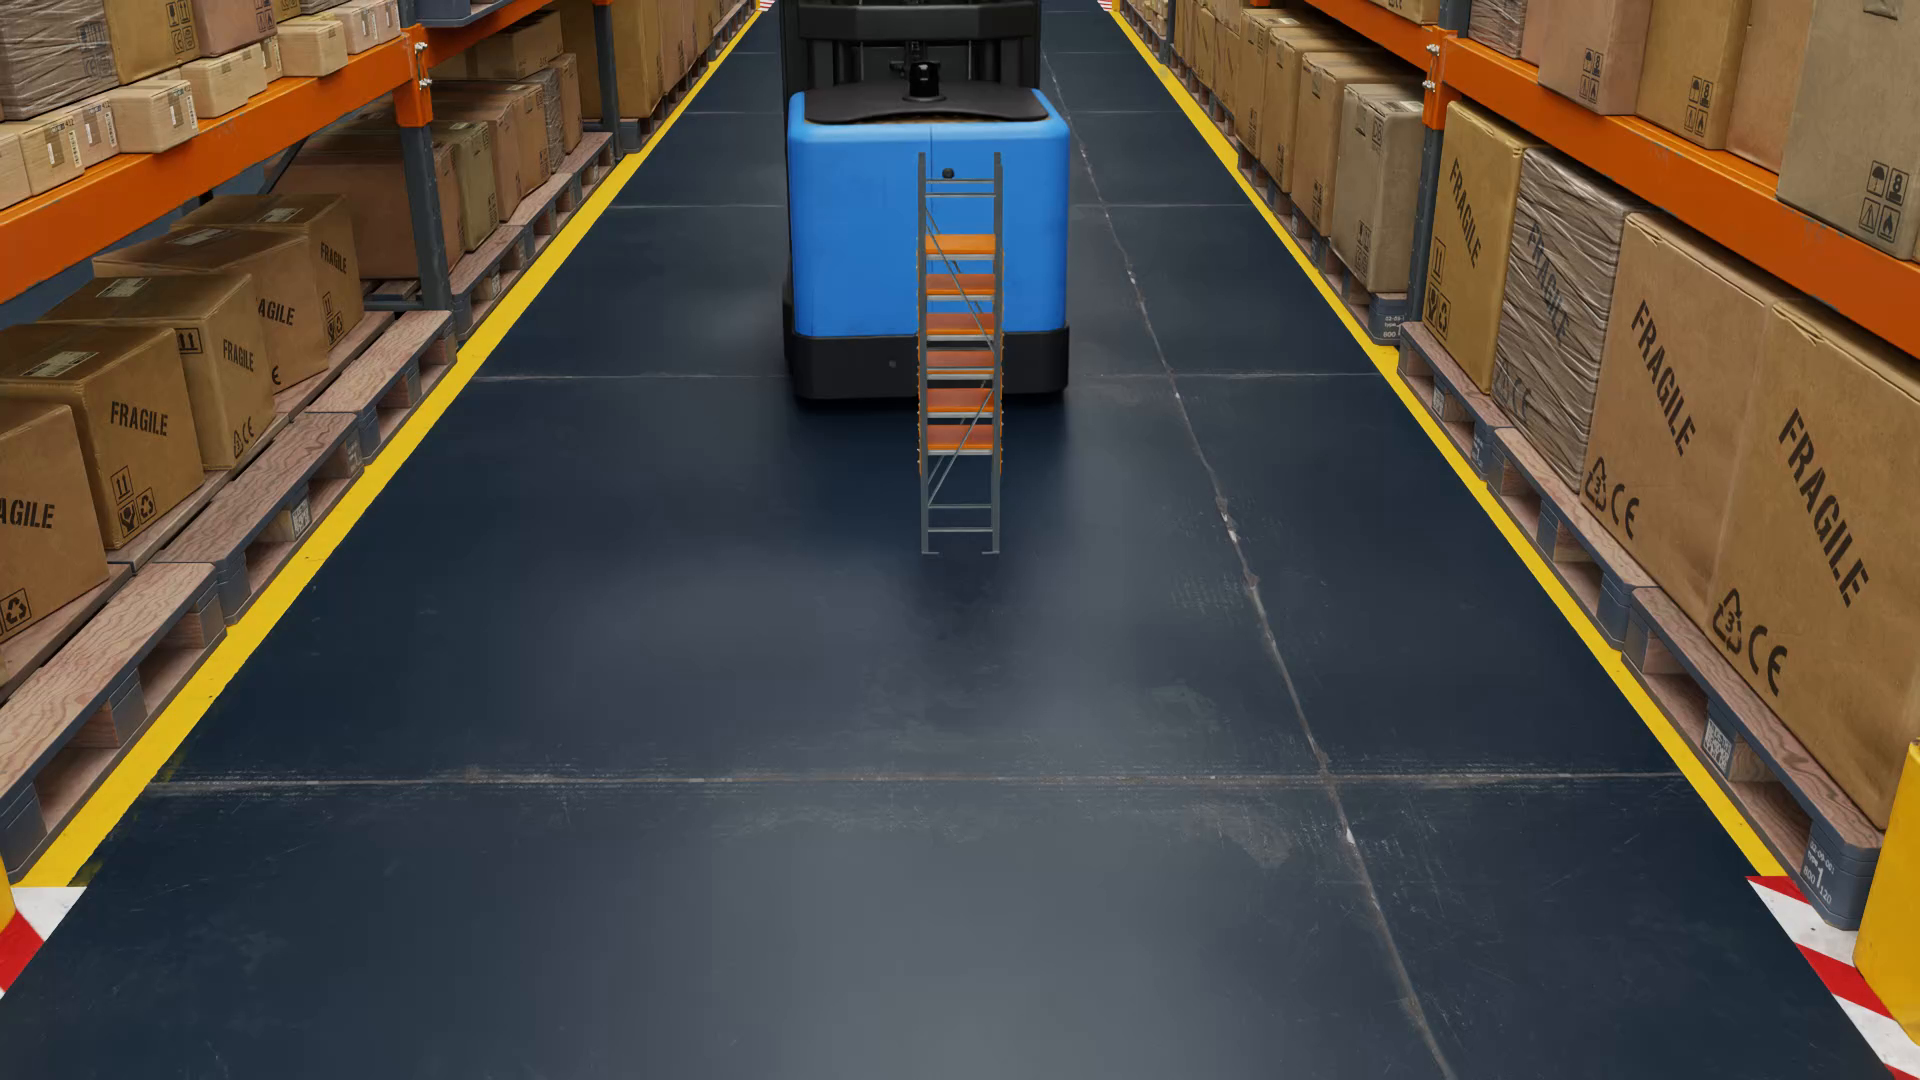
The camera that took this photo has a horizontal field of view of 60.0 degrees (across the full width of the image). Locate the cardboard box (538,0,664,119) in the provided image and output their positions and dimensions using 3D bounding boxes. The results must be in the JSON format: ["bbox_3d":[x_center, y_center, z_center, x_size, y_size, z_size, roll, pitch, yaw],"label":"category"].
[{"bbox_3d":[-2.646,-3.299,10.972,1.225,0.875,0.875,-1,24,-3],"label":"cardboard box"}]

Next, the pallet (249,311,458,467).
[{"bbox_3d":[-2.573,-0.596,6.311,1.003,0.211,1.213,0,24,-1],"label":"pallet"}]

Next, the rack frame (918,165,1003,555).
[{"bbox_3d":[0.001,-0.503,4.906,0.240,1.200,0.006,0,24,-1],"label":"rack frame"}]

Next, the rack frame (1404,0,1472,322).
[{"bbox_3d":[2.345,-2.123,6.305,1.000,3.000,0.127,0,24,-1],"label":"rack frame"}]

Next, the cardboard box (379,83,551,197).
[{"bbox_3d":[-2.601,-2.114,8.785,0.700,0.500,0.500,2,24,4],"label":"cardboard box"}]

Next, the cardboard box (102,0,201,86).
[{"bbox_3d":[-2.632,-1.520,4.489,0.875,0.500,0.500,0,24,-1],"label":"cardboard box"}]

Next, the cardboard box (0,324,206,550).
[{"bbox_3d":[-2.591,-0.309,4.816,0.500,0.500,0.500,2,24,4],"label":"cardboard box"}]

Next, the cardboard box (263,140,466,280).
[{"bbox_3d":[-2.601,-1.457,7.332,0.700,0.500,0.500,-2,24,-5],"label":"cardboard box"}]

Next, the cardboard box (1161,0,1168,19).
[{"bbox_3d":[1.936,-4.576,14.317,0.380,0.149,0.250,0,24,0],"label":"cardboard box"}]

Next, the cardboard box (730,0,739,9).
[{"bbox_3d":[-2.650,-5.672,16.221,0.875,0.875,0.875,0,24,-1],"label":"cardboard box"}]

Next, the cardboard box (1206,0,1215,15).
[{"bbox_3d":[2.025,-3.864,11.767,0.500,0.250,0.500,0,24,1],"label":"cardboard box"}]

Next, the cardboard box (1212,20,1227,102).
[{"bbox_3d":[2.031,-3.308,11.448,0.500,0.500,0.500,1,24,2],"label":"cardboard box"}]

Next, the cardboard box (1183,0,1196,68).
[{"bbox_3d":[2.008,-3.949,12.864,0.500,0.500,0.500,1,24,2],"label":"cardboard box"}]

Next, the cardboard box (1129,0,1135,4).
[{"bbox_3d":[1.887,-5.428,16.561,0.380,0.149,0.250,0,24,0],"label":"cardboard box"}]

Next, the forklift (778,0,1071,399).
[{"bbox_3d":[-0.228,-2.434,7.076,1.130,2.935,3.031,-2,24,-4],"label":"forklift"}]

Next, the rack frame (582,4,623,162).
[{"bbox_3d":[-2.660,-3.791,9.992,1.000,3.000,0.127,0,24,-1],"label":"rack frame"}]

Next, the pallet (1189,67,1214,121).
[{"bbox_3d":[2.284,-3.325,12.345,1.003,0.211,1.213,0,24,-1],"label":"pallet"}]

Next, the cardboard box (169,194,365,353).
[{"bbox_3d":[-2.652,-1.030,6.412,0.500,0.500,0.500,-1,24,-2],"label":"cardboard box"}]

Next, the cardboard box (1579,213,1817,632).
[{"bbox_3d":[2.303,-0.340,4.431,0.875,0.875,0.875,-1,24,-1],"label":"cardboard box"}]

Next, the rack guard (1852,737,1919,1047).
[{"bbox_3d":[2.389,0.674,3.154,1.175,0.500,0.348,0,24,-1],"label":"rack guard"}]

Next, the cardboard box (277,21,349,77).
[{"bbox_3d":[-2.270,-1.632,5.524,0.380,0.149,0.250,0,24,-1],"label":"cardboard box"}]

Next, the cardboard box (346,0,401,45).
[{"bbox_3d":[-2.320,-1.941,6.207,0.380,0.149,0.250,0,24,-1],"label":"cardboard box"}]

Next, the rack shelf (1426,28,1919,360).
[{"bbox_3d":[2.367,-0.972,4.631,1.077,0.370,4.000,0,24,-1],"label":"rack shelf"}]

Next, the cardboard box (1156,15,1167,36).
[{"bbox_3d":[1.912,-4.472,14.449,0.380,0.149,0.250,0,24,0],"label":"cardboard box"}]

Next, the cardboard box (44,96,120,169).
[{"bbox_3d":[-2.357,-1.014,4.156,0.380,0.149,0.250,0,24,-1],"label":"cardboard box"}]

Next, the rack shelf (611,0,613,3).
[{"bbox_3d":[-2.682,-4.287,11.963,1.077,0.370,4.000,0,24,-1],"label":"rack shelf"}]

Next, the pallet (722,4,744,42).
[{"bbox_3d":[-2.650,-4.986,16.019,1.003,0.211,1.213,0,24,-1],"label":"pallet"}]

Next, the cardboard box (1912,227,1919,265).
[{"bbox_3d":[2.339,-0.696,2.967,0.875,0.550,0.550,0,24,-1],"label":"cardboard box"}]

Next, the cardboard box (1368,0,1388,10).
[{"bbox_3d":[2.066,-2.591,7.217,0.500,0.500,0.500,-1,24,-1],"label":"cardboard box"}]

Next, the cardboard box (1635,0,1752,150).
[{"bbox_3d":[2.383,-1.372,4.462,0.875,0.550,0.500,0,24,-1],"label":"cardboard box"}]

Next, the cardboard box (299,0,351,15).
[{"bbox_3d":[-2.673,-2.138,5.855,0.875,0.500,0.500,0,24,-1],"label":"cardboard box"}]

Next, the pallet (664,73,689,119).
[{"bbox_3d":[-2.603,-3.347,12.395,1.003,0.211,1.213,0,24,-1],"label":"pallet"}]

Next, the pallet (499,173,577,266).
[{"bbox_3d":[-2.642,-1.697,8.746,1.003,0.211,1.213,0,24,-1],"label":"pallet"}]

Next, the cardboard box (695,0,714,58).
[{"bbox_3d":[-2.676,-4.399,13.405,1.225,0.875,0.875,0,24,0],"label":"cardboard box"}]

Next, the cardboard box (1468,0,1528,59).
[{"bbox_3d":[2.361,-2.040,5.938,0.875,0.550,0.550,0,24,-1],"label":"cardboard box"}]

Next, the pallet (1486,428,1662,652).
[{"bbox_3d":[2.291,-0.035,5.072,1.003,0.211,1.213,0,24,-1],"label":"pallet"}]

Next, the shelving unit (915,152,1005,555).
[{"bbox_3d":[0.000,-0.541,4.990,0.258,1.200,0.189,0,24,-1],"label":"shelving unit"}]

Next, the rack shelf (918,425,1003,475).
[{"bbox_3d":[0.000,-0.282,5.107,0.258,0.103,0.180,0,24,-1],"label":"rack shelf"}]

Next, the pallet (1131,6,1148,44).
[{"bbox_3d":[2.198,-4.930,15.894,1.003,0.211,1.213,0,24,-1],"label":"pallet"}]

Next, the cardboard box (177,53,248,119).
[{"bbox_3d":[-2.318,-1.323,4.840,0.380,0.149,0.250,0,24,-1],"label":"cardboard box"}]

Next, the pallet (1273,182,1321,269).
[{"bbox_3d":[2.245,-1.674,8.696,1.003,0.211,1.213,0,24,-1],"label":"pallet"}]

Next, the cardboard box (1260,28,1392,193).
[{"bbox_3d":[2.231,-2.326,8.974,1.050,0.750,0.750,0,24,0],"label":"cardboard box"}]

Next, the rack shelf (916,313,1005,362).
[{"bbox_3d":[0.000,-0.610,4.958,0.258,0.103,0.180,0,24,-1],"label":"rack shelf"}]
